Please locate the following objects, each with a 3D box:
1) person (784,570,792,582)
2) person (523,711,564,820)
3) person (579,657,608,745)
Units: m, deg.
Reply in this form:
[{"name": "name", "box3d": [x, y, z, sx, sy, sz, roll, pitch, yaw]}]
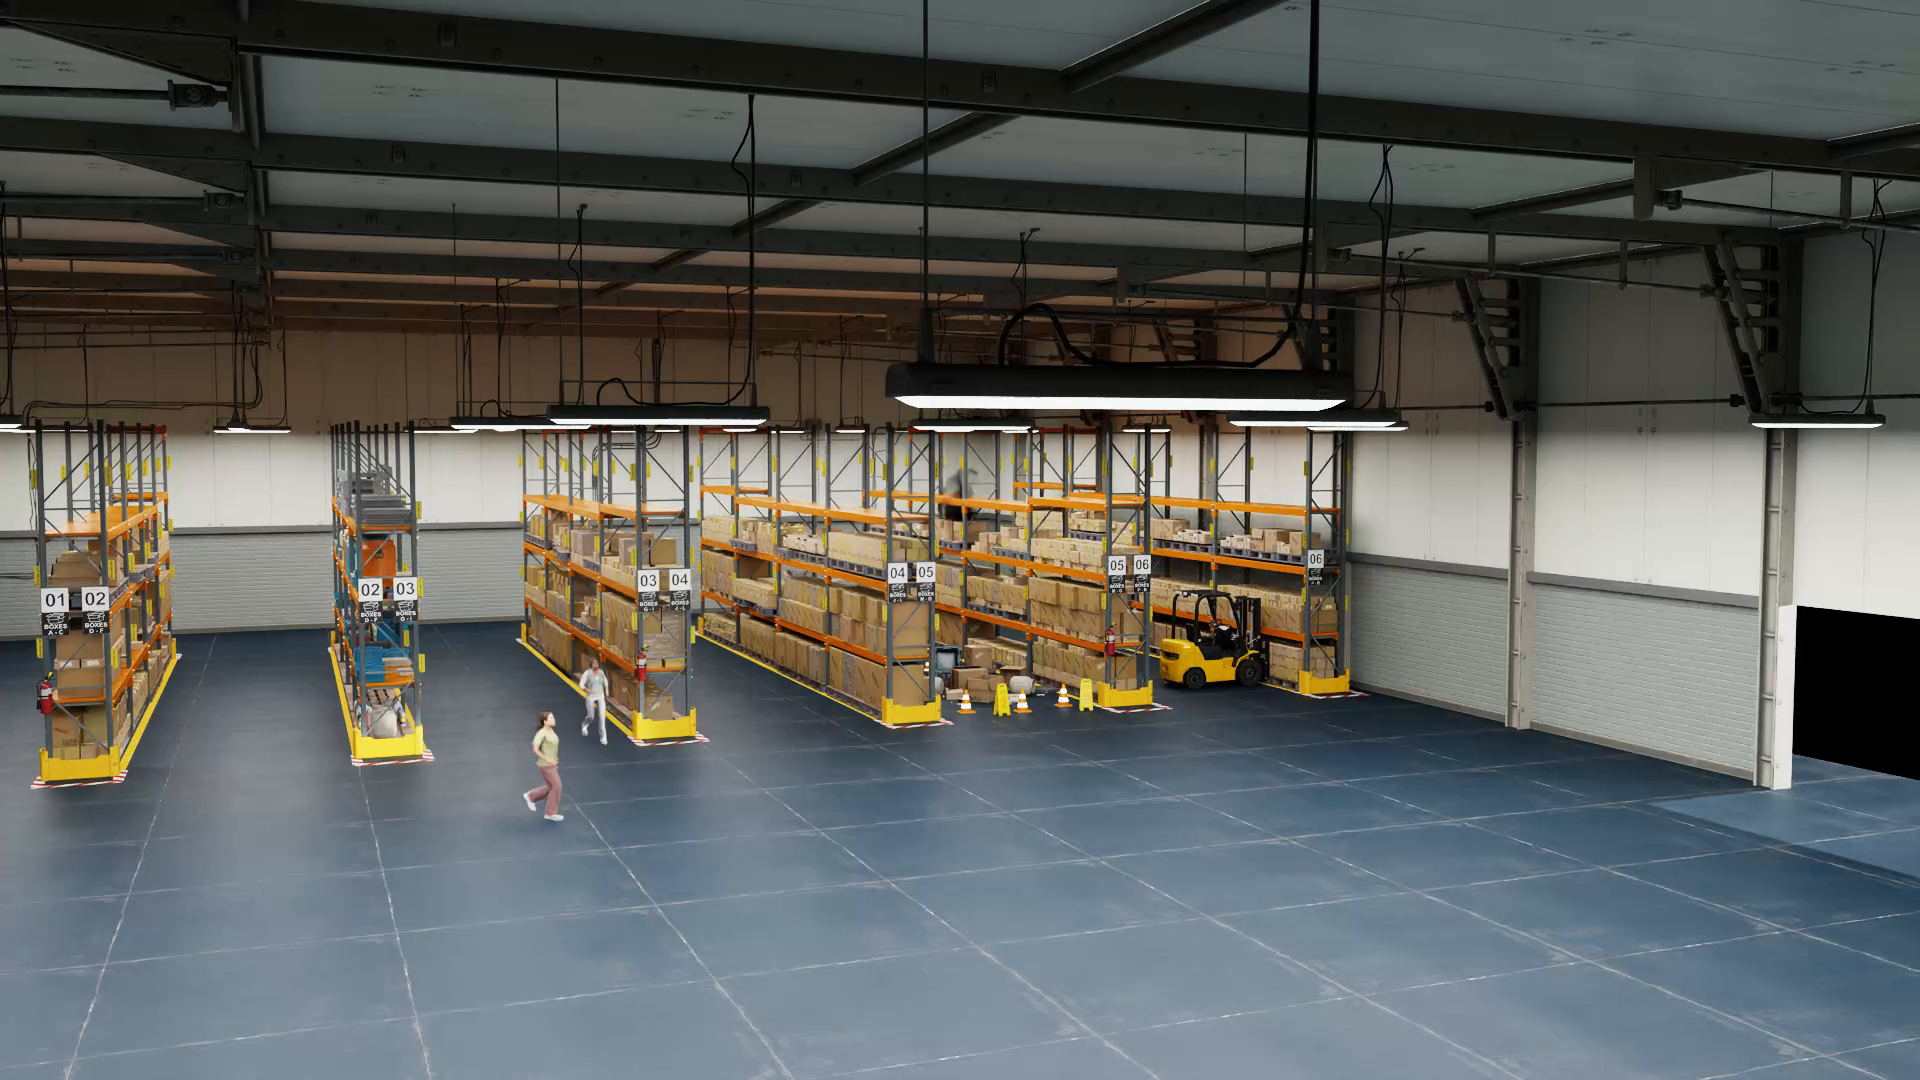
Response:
[{"name": "person", "box3d": [-5.138, 1.746, 50.379, 0.876, 1.697, 0.572, -1, 4, -16]}, {"name": "person", "box3d": [-6.232, 3.360, 24.828, 0.642, 1.633, 0.605, 0, 4, 4]}, {"name": "person", "box3d": [-6.839, 2.987, 31.095, 0.589, 1.611, 0.819, -2, 4, -32]}]
